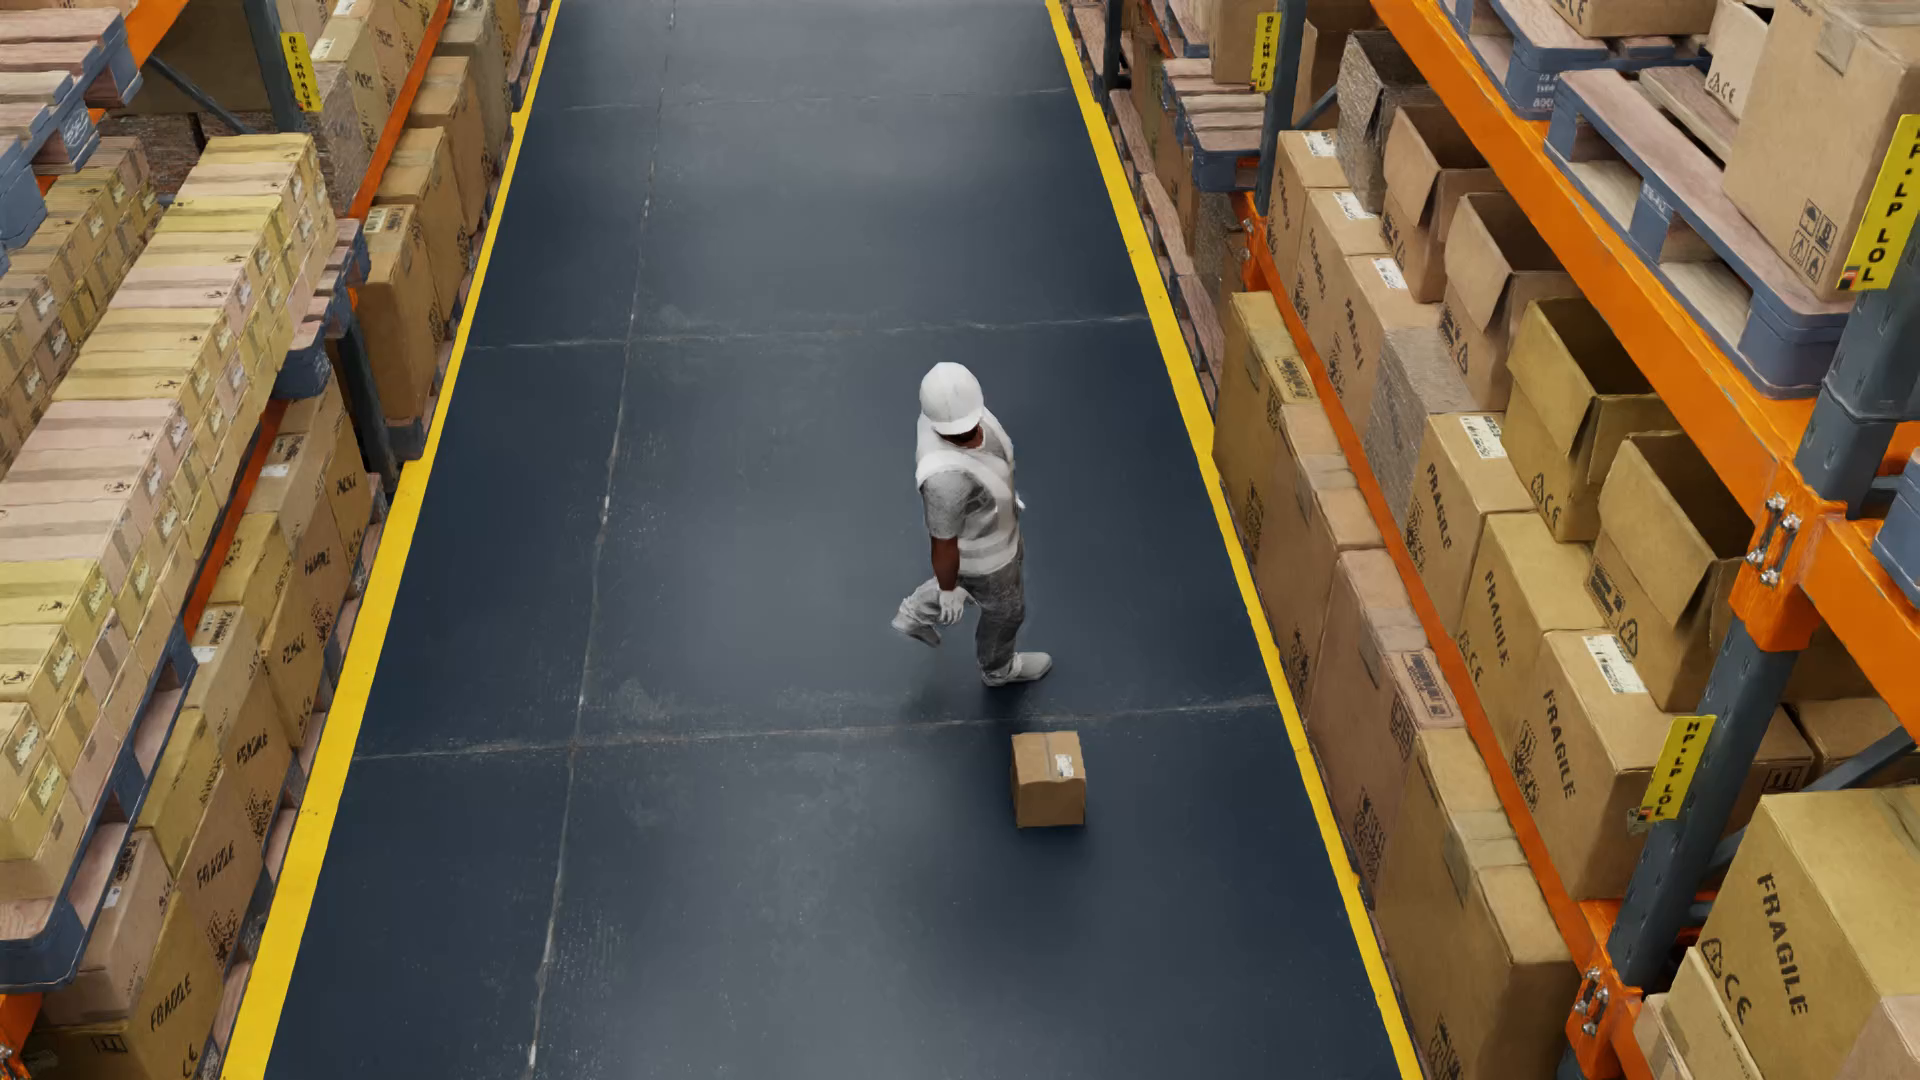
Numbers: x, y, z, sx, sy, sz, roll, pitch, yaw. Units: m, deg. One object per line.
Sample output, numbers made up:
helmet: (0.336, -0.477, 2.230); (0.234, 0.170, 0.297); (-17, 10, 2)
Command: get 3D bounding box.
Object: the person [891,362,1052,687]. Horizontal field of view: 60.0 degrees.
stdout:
person: (0.068, 0.001, 6.180); (0.664, 1.736, 0.621); (-3, 39, -4)
